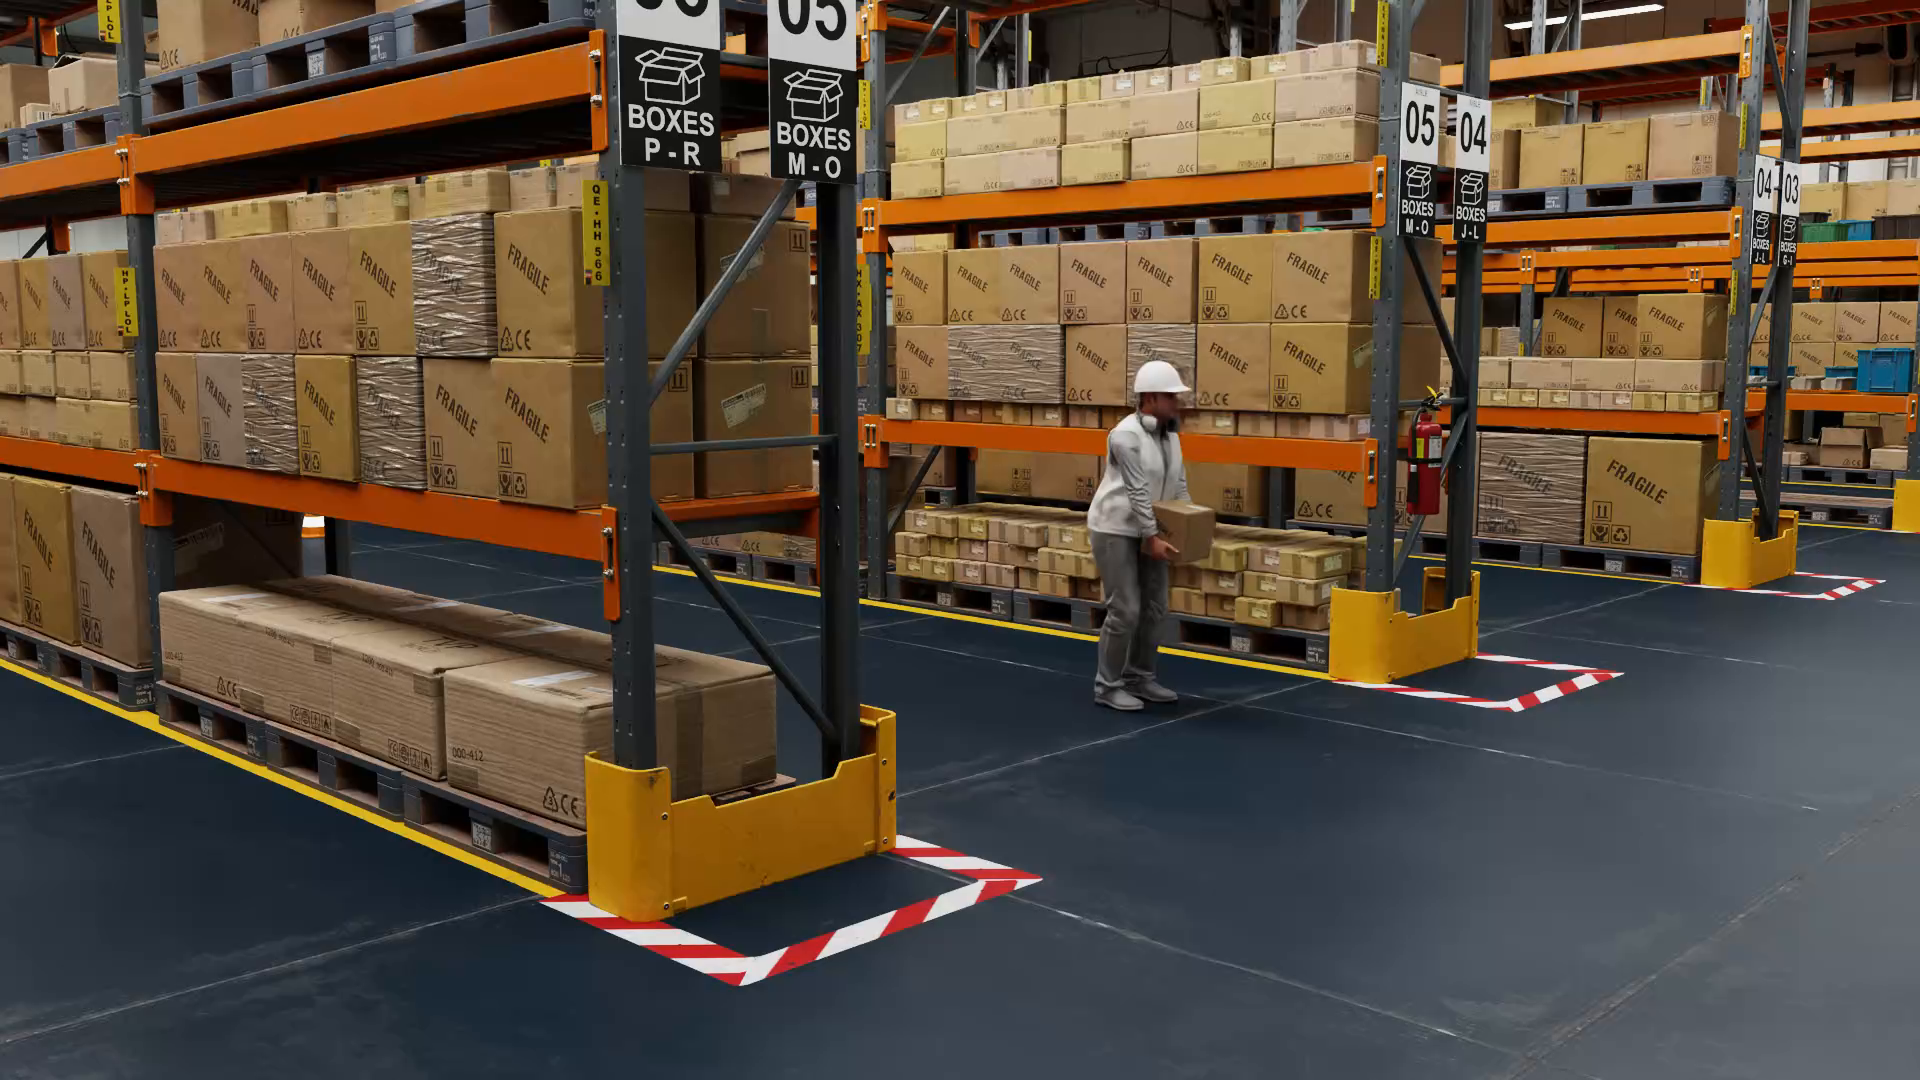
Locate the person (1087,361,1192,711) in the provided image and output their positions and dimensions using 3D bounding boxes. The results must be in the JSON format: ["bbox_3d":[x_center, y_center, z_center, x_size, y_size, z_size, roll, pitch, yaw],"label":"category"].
[{"bbox_3d":[0.955,-0.023,8.431,0.583,1.756,0.484,6,9,42],"label":"person"}]
